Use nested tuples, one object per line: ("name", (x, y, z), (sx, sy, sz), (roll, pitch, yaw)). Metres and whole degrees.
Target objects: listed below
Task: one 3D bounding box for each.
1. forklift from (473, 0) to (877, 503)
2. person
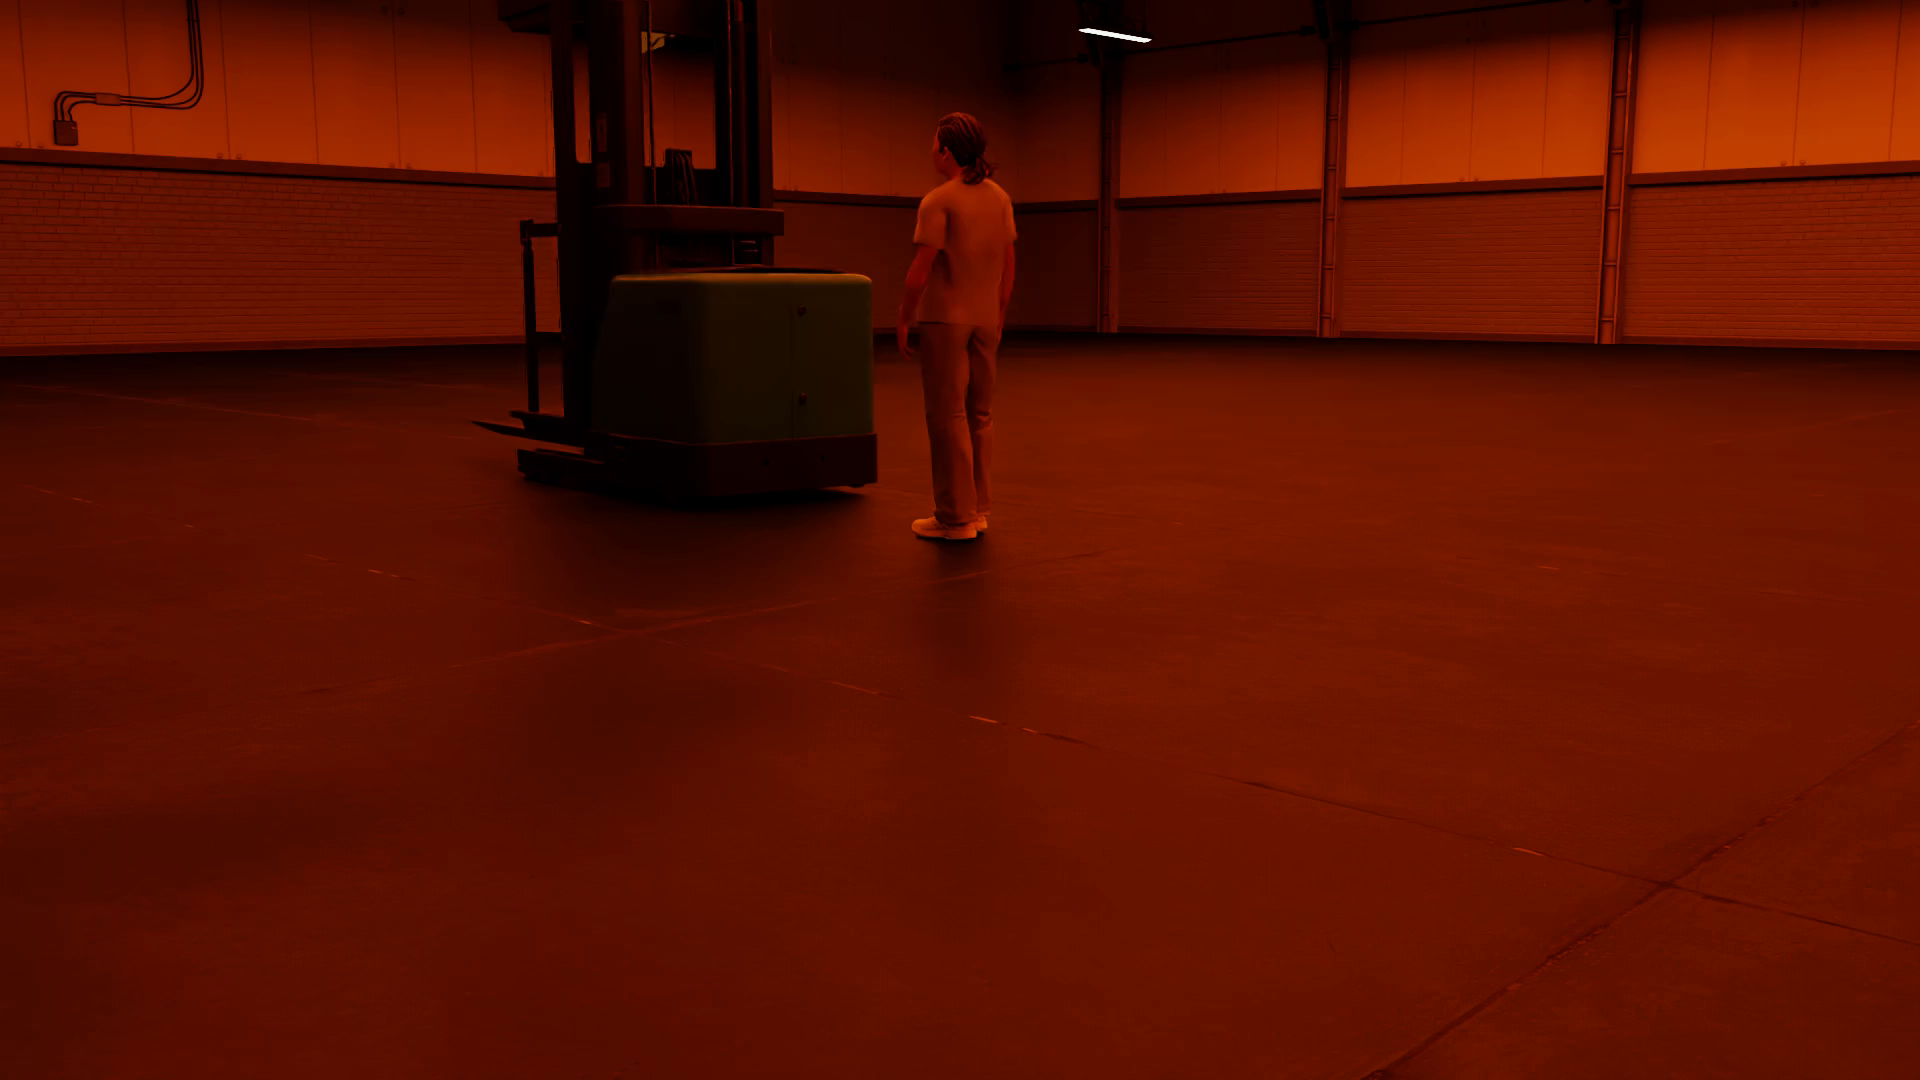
("forklift", (-1.708, -1.789, 8.758), (1.130, 2.935, 3.031), (-7, 11, -38))
("person", (-0.059, -0.843, 6.661), (0.526, 1.677, 0.574), (-7, 11, -37))
